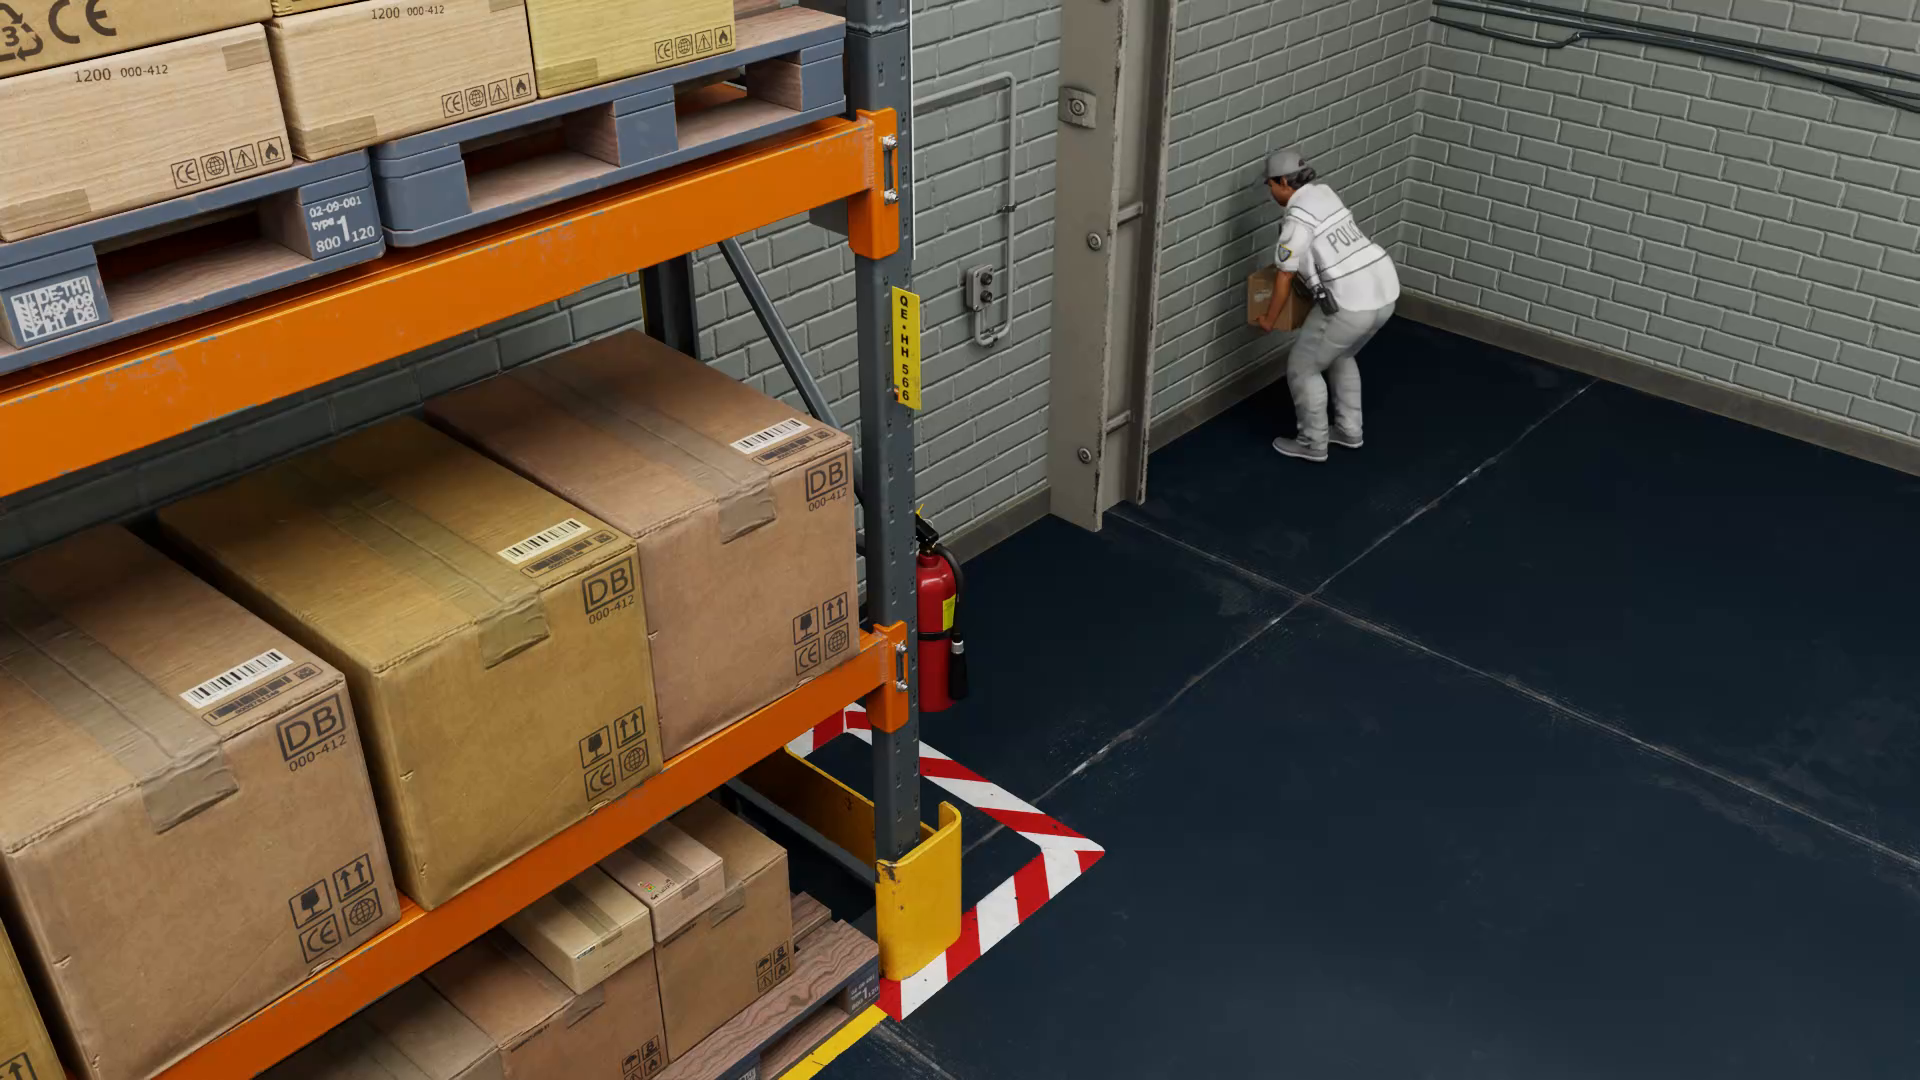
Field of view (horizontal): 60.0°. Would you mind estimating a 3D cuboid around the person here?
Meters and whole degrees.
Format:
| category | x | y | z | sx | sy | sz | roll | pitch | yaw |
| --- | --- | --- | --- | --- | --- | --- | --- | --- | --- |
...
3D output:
| category | x | y | z | sx | sy | sz | roll | pitch | yaw |
| --- | --- | --- | --- | --- | --- | --- | --- | --- | --- |
| person | 1.739 | -1.138 | 8.160 | 0.773 | 1.494 | 0.457 | 24 | 39 | 34 |
